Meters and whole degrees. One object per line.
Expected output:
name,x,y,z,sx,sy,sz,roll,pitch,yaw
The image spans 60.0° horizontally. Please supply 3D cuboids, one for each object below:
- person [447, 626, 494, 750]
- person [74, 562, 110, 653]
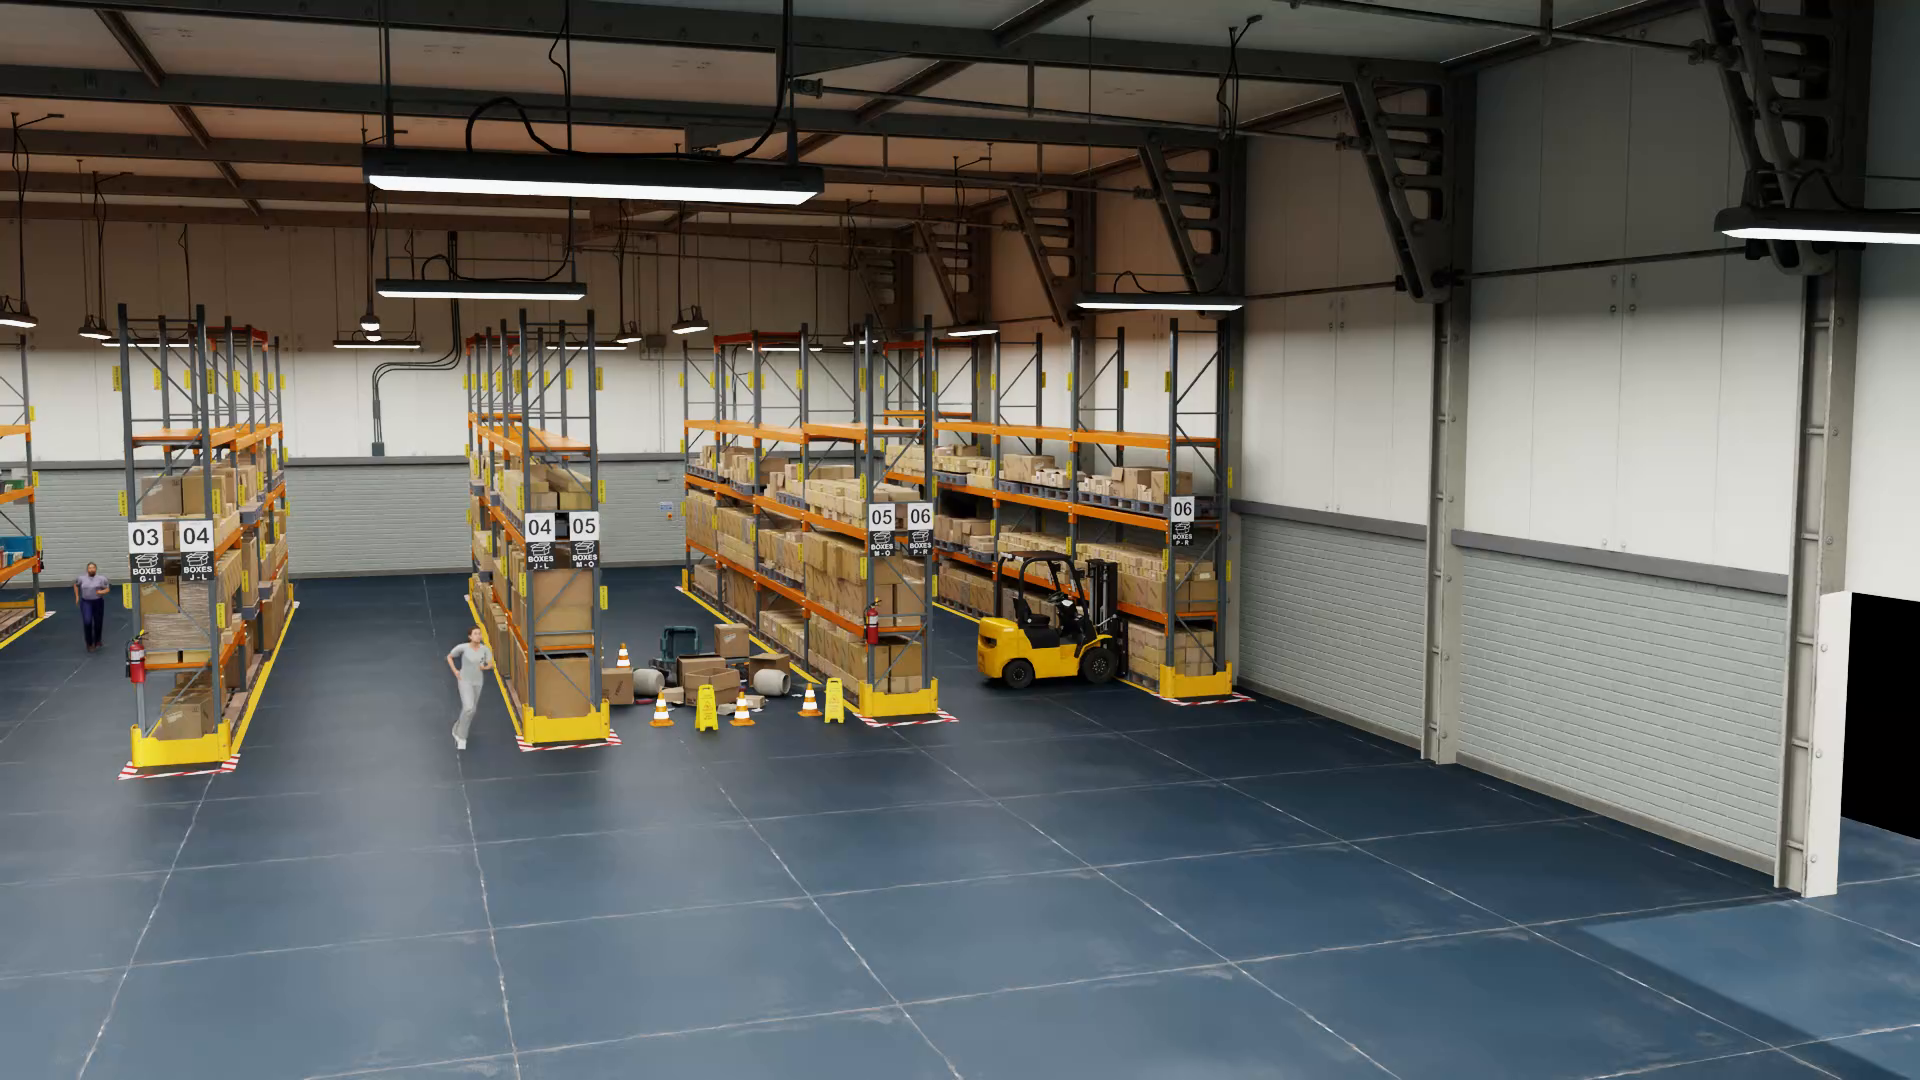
person,-6.755,2.027,22.970,0.562,1.682,0.679,-5,7,-41
person,-16.157,1.266,30.989,0.570,1.683,0.822,-3,6,-32
